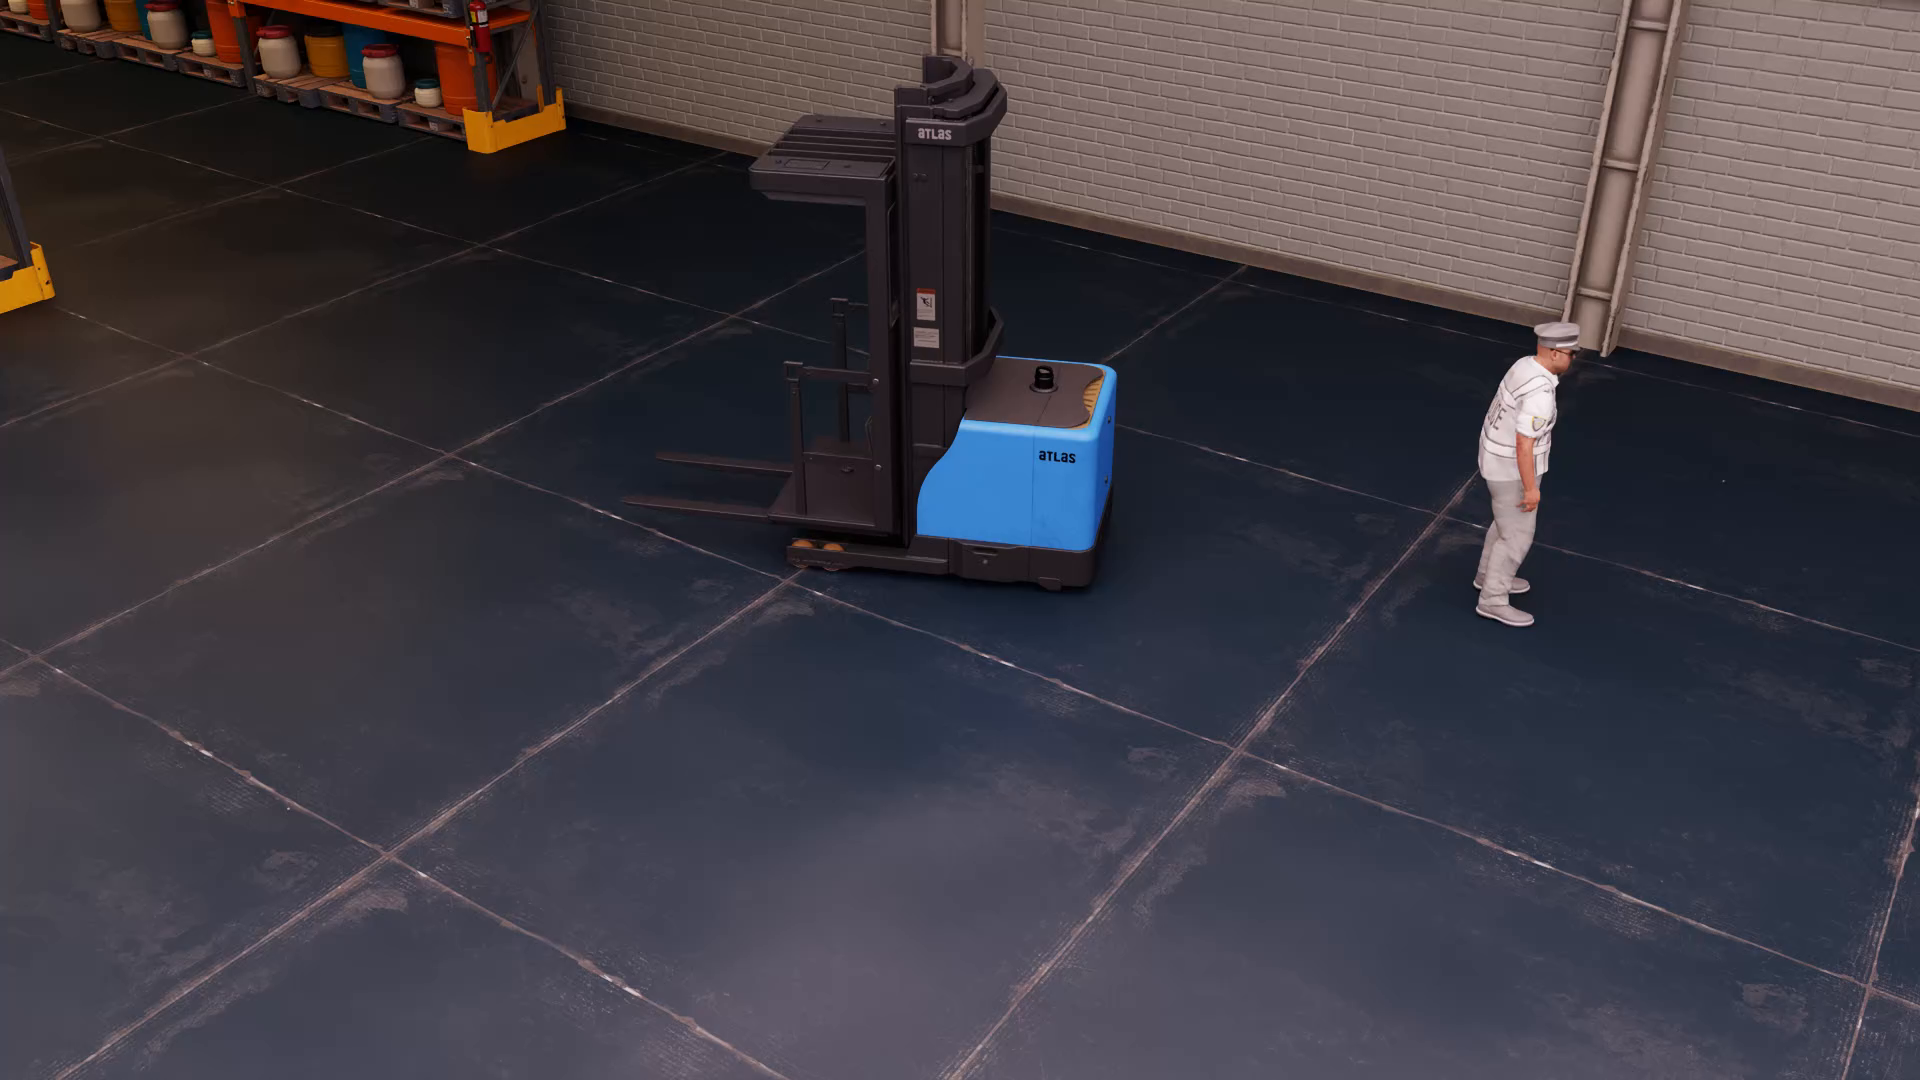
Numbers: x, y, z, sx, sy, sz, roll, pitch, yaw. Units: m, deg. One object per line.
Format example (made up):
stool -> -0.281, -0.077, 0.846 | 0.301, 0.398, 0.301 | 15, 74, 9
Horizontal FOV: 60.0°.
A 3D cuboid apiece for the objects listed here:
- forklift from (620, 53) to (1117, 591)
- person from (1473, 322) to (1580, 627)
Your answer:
forklift -> -0.596, -1.330, 9.871 | 3.031, 2.935, 1.130 | 6, 31, 10
person -> 3.172, -0.406, 9.457 | 0.442, 1.747, 0.606 | 5, 31, 9
